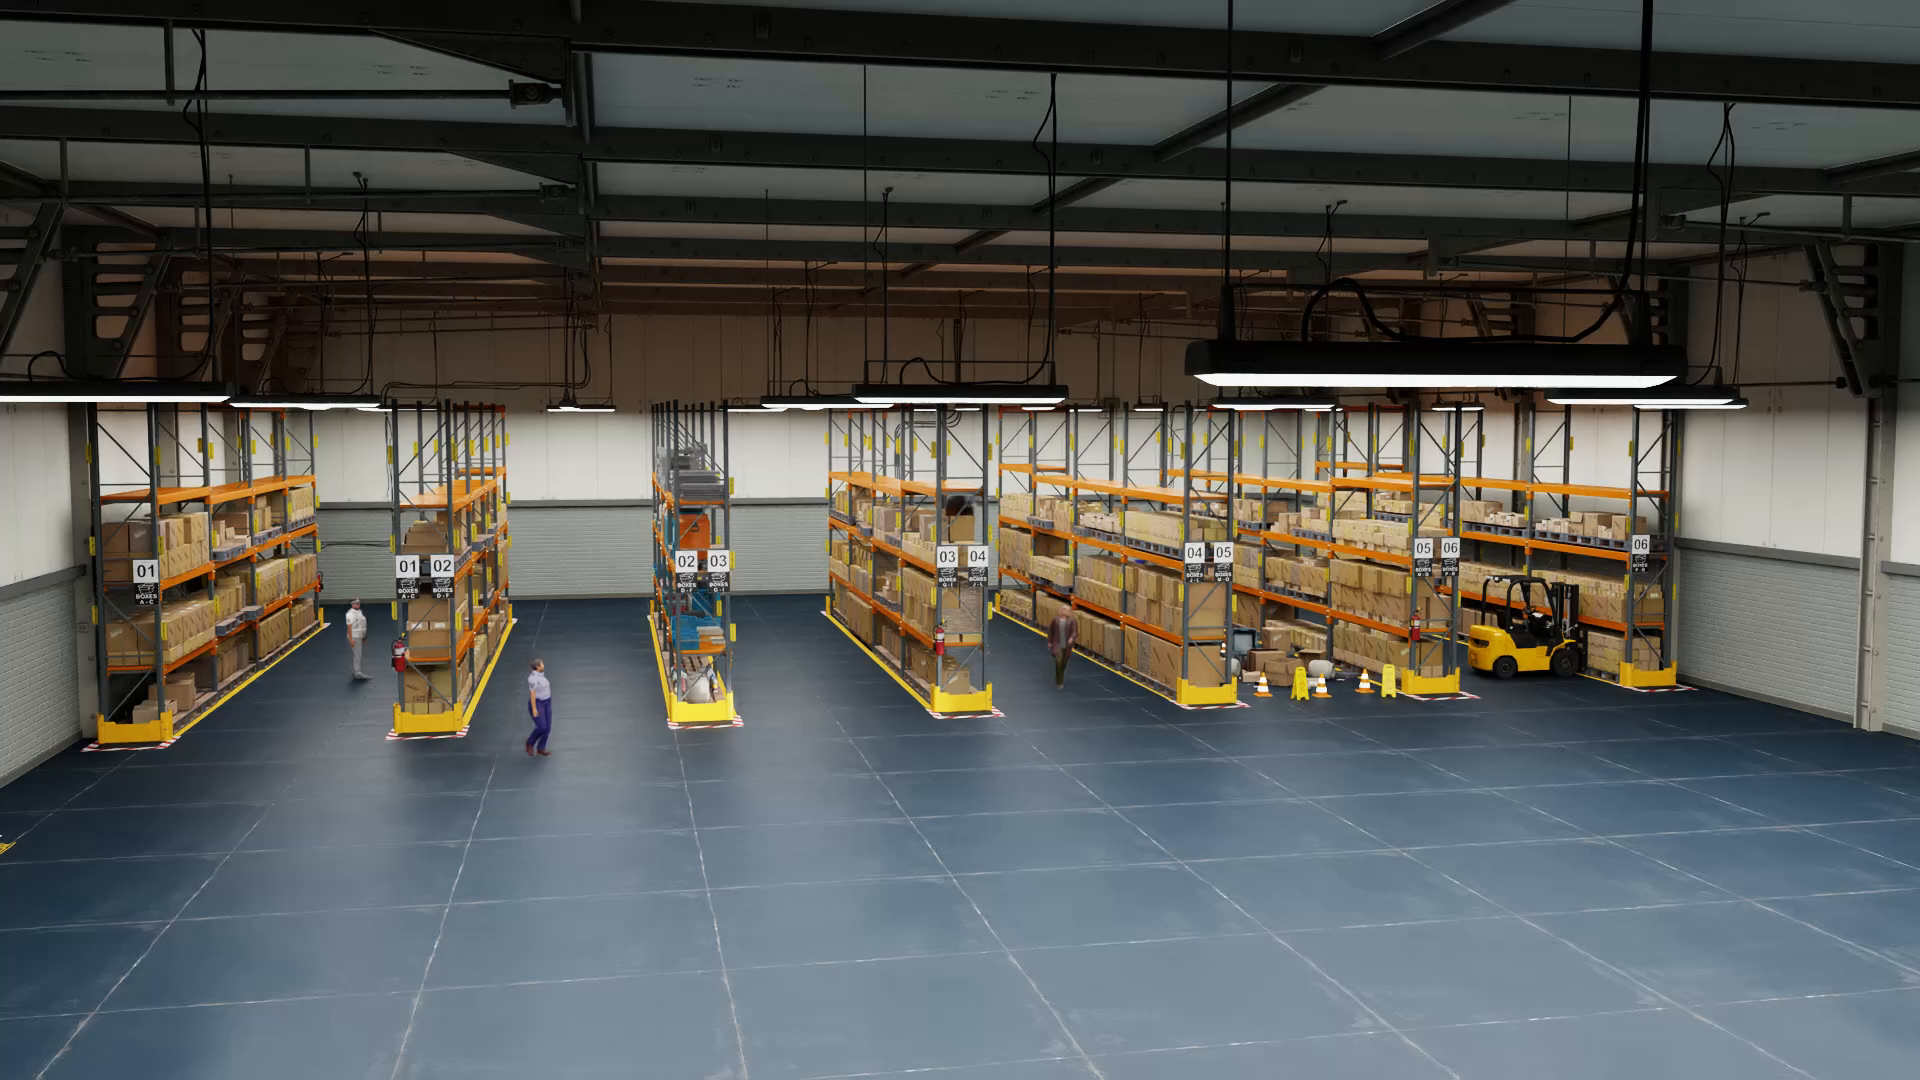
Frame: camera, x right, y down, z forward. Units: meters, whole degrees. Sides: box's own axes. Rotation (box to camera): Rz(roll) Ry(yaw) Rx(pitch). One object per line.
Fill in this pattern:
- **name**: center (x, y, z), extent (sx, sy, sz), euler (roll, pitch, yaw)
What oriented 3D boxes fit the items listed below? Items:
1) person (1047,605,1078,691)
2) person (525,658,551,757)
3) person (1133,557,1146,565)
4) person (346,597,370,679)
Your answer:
- **person**: center (2.167, 2.270, 34.915), extent (0.555, 1.807, 0.954), euler (-1, 4, -11)
- **person**: center (-7.013, 2.801, 27.761), extent (0.458, 1.615, 0.468), euler (2, 5, 27)
- **person**: center (5.521, 1.009, 51.549), extent (0.445, 1.646, 0.416), euler (-1, 5, -18)
- **person**: center (-13.083, 2.114, 36.185), extent (0.464, 1.774, 0.558), euler (-1, 4, -9)
